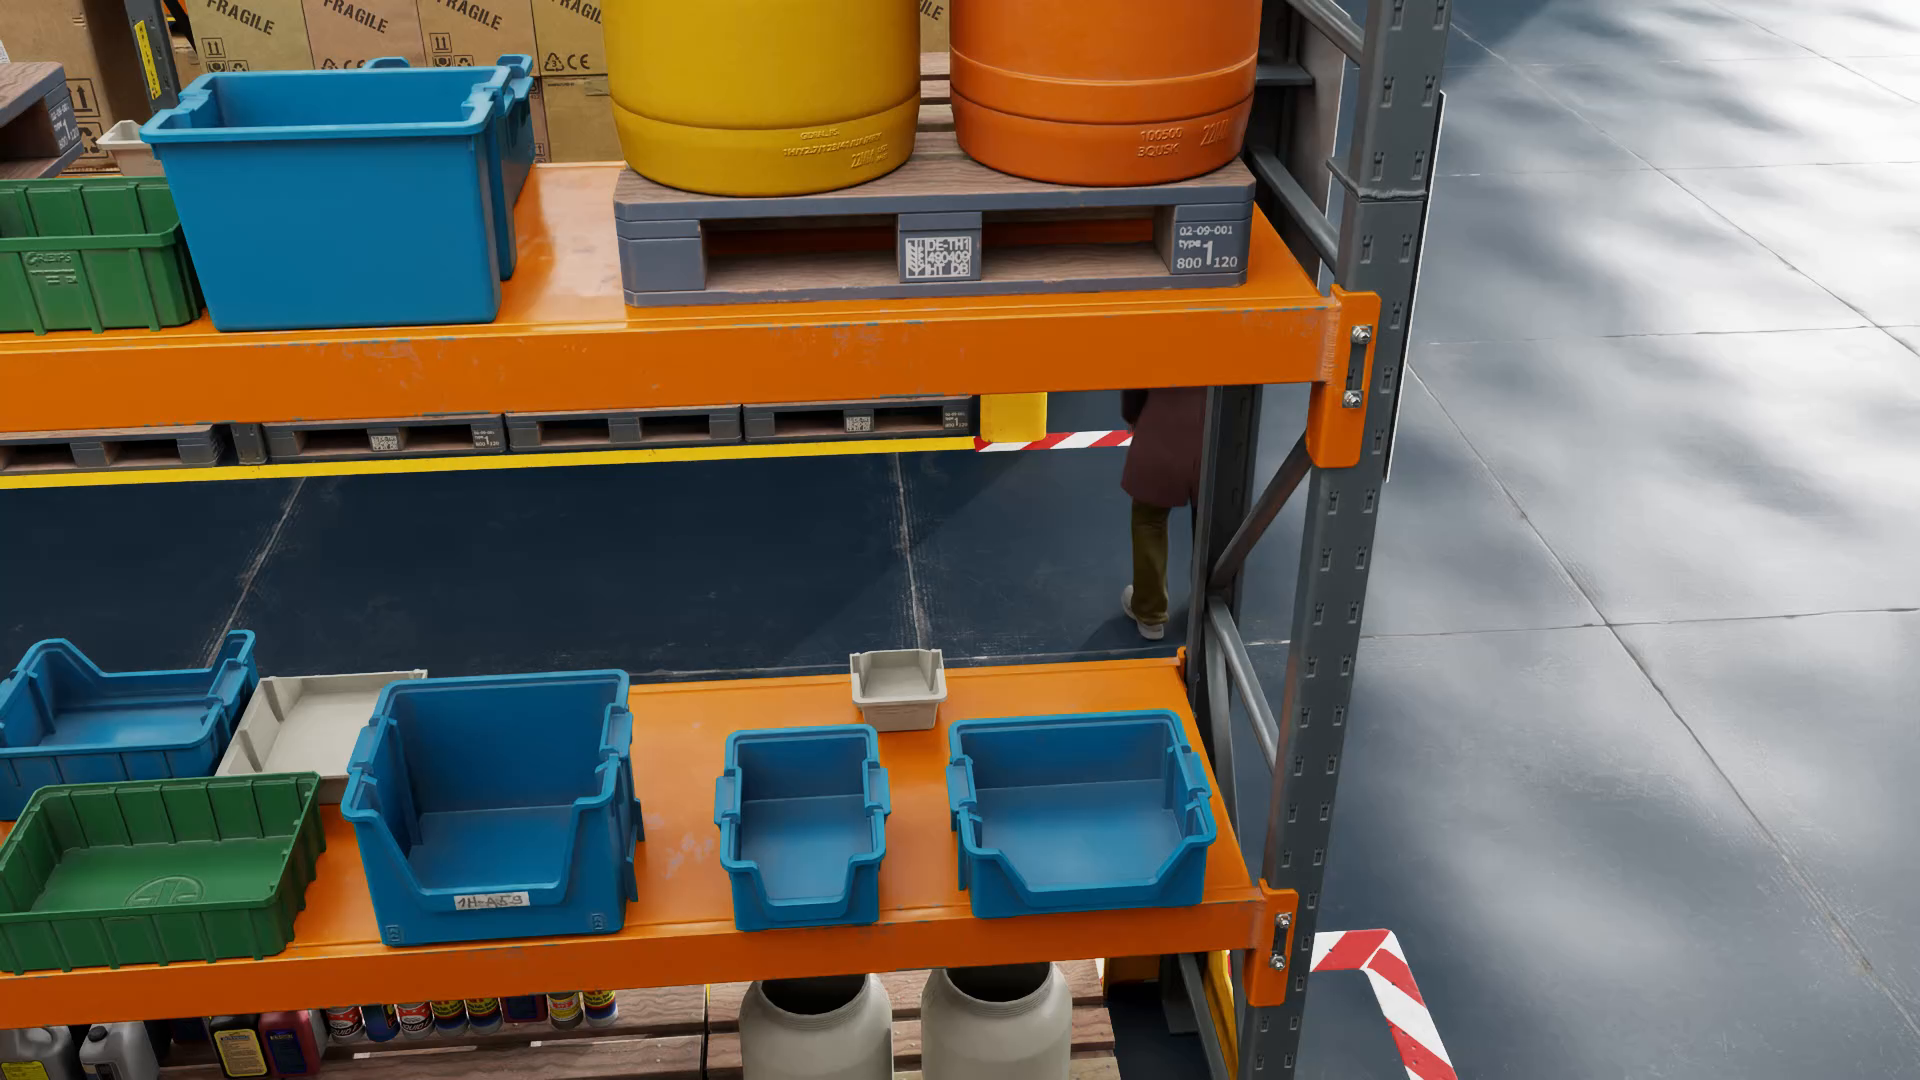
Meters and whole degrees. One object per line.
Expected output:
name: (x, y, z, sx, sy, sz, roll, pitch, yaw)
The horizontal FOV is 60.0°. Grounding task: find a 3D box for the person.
person: (0.920, -0.426, 6.857, 0.577, 1.782, 0.455, -3, 31, -5)
